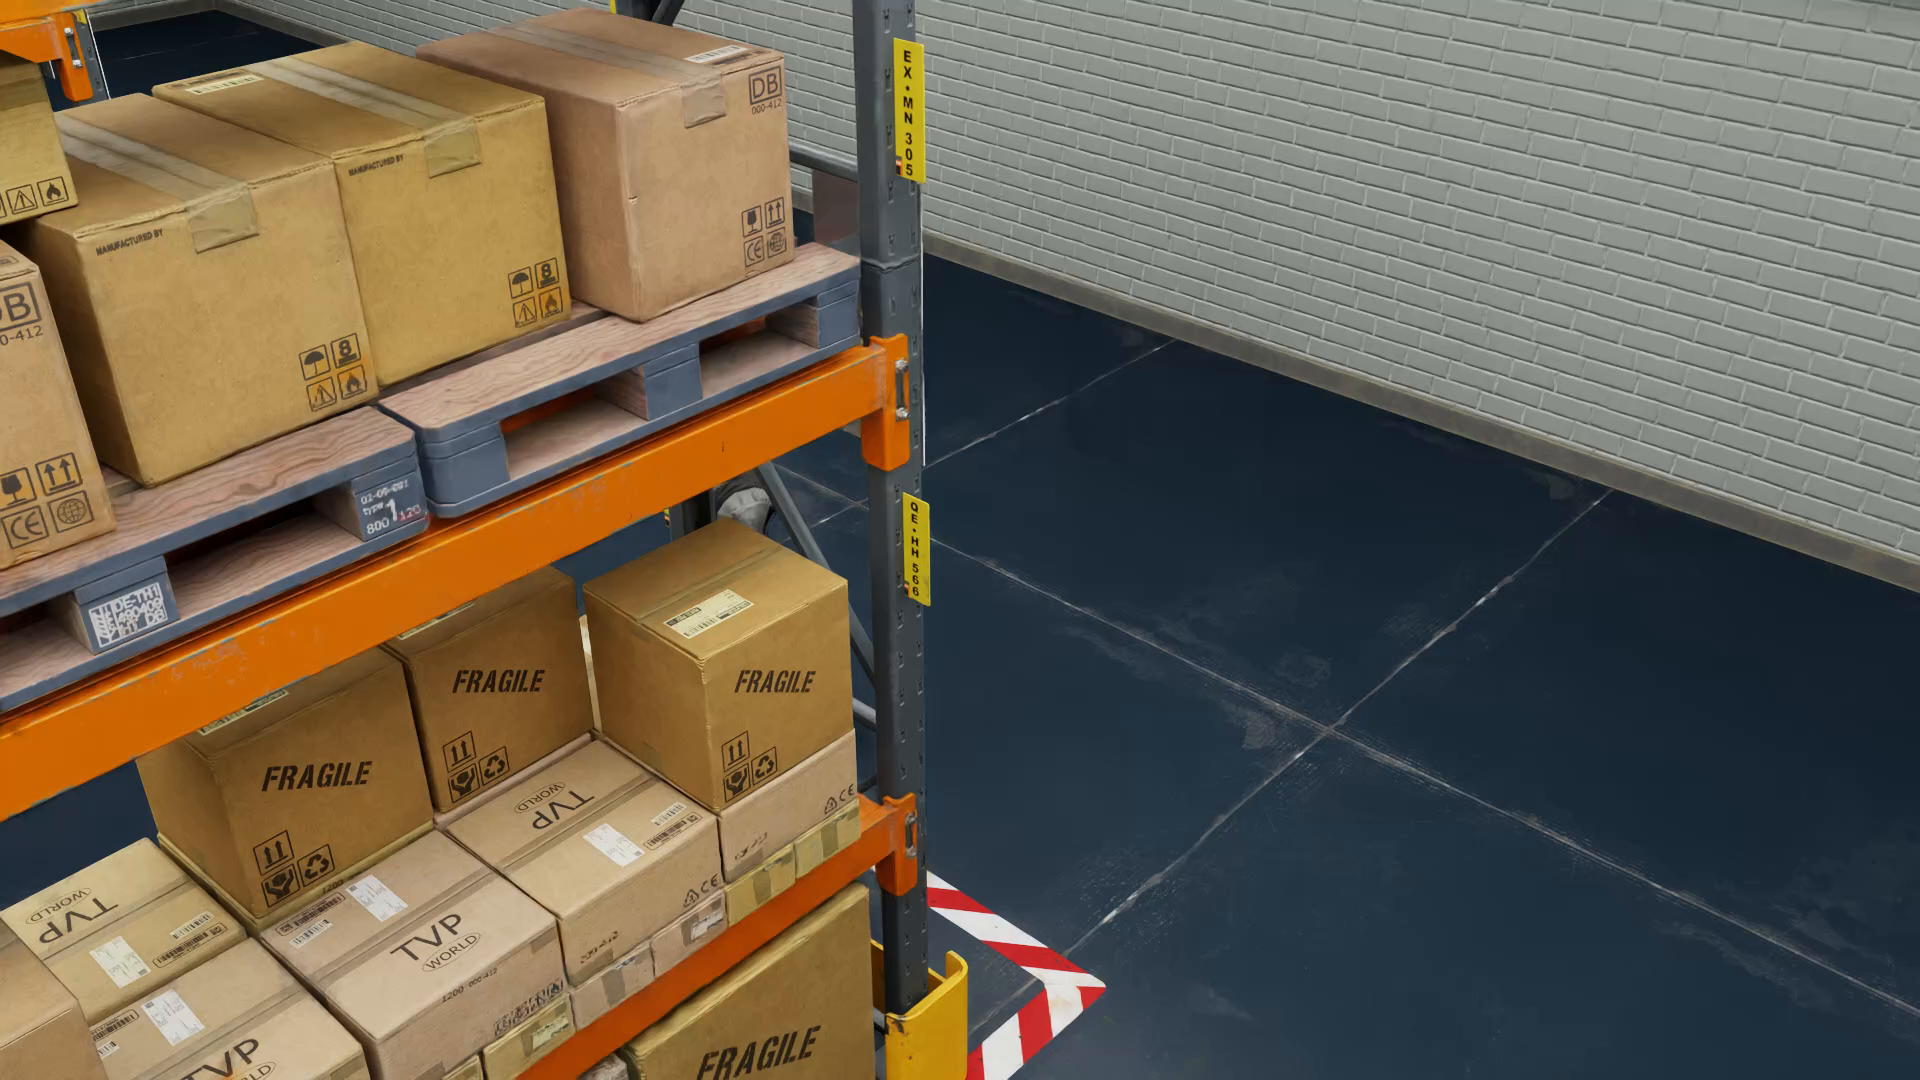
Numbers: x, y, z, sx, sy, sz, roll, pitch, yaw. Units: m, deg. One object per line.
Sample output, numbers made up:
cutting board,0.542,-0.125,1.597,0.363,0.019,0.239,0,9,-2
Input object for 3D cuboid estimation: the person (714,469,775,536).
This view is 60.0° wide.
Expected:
person,-0.995,0.237,6.738,0.603,1.712,0.558,-14,34,-21
